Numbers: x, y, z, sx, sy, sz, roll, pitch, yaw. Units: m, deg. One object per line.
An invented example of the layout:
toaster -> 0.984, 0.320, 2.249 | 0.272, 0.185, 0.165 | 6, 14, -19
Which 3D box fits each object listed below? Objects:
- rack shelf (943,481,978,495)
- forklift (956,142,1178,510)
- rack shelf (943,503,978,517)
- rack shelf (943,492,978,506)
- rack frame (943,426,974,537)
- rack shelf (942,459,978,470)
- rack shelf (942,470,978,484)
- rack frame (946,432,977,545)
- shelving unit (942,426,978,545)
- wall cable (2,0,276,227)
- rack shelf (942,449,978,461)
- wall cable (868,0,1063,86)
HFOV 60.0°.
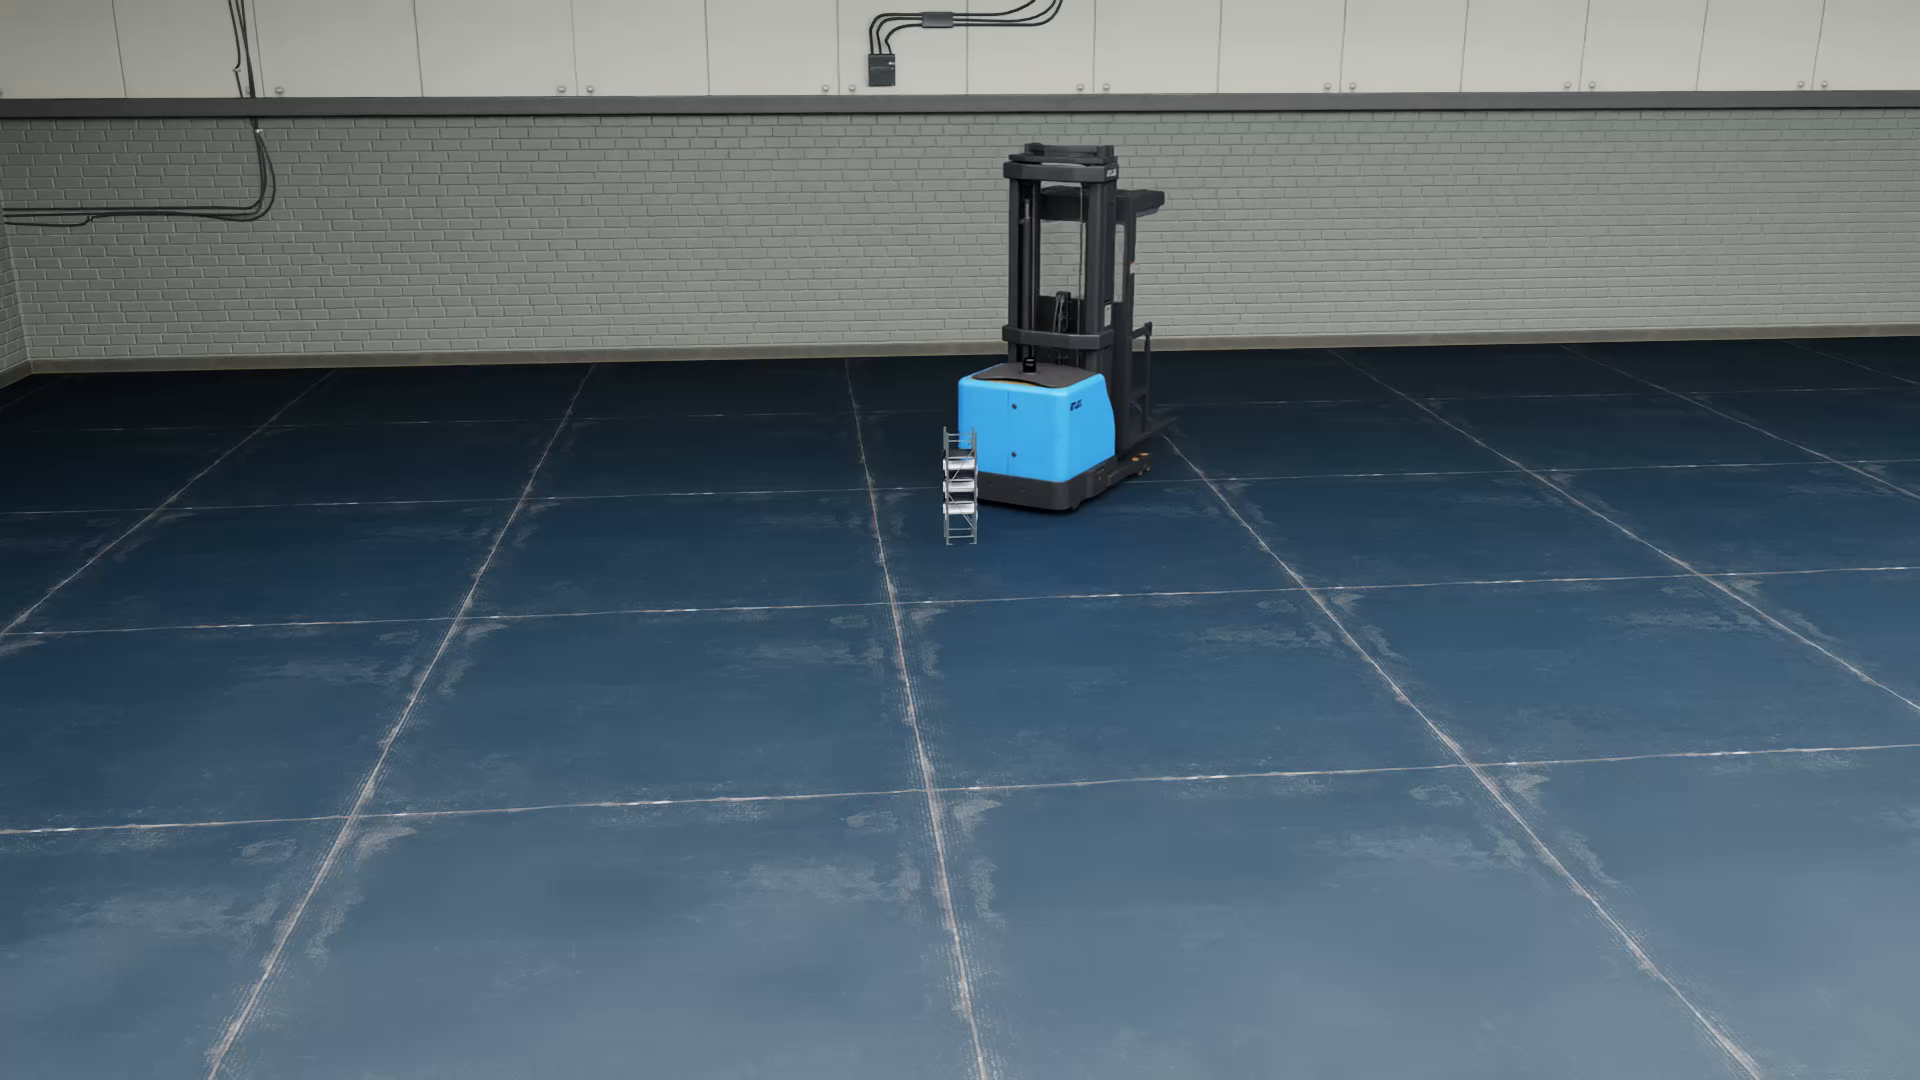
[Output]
rack shelf -> 0.001, -0.395, 13.045 | 0.258, 0.077, 0.200 | -2, 18, -6
forklift -> 1.116, -2.037, 14.771 | 1.130, 2.935, 3.031 | 9, 20, 27
rack shelf -> 0.001, -0.223, 13.098 | 0.258, 0.077, 0.200 | -2, 18, -6
rack shelf -> 0.001, -0.309, 13.072 | 0.258, 0.077, 0.200 | -2, 18, -6
rack frame -> -0.010, -0.457, 13.131 | 0.240, 0.900, 0.006 | -2, 18, -6
rack shelf -> 0.001, -0.567, 12.991 | 0.258, 0.077, 0.200 | -2, 18, -6
rack shelf -> 0.001, -0.481, 13.018 | 0.258, 0.077, 0.200 | -2, 18, -6
rack frame -> 0.011, -0.397, 12.938 | 0.240, 0.900, 0.006 | -2, 18, -6
shelving unit -> 0.001, -0.427, 13.035 | 0.258, 0.900, 0.210 | -2, 18, -6
wall cable -> -9.353, -4.783, 18.574 | 3.097, 2.526, 0.112 | -2, 18, -6
rack shelf -> 0.001, -0.653, 12.964 | 0.258, 0.077, 0.200 | -2, 18, -6
wall cable -> 0.091, -8.176, 18.519 | 2.305, 6.003, 0.169 | -2, 18, -6
